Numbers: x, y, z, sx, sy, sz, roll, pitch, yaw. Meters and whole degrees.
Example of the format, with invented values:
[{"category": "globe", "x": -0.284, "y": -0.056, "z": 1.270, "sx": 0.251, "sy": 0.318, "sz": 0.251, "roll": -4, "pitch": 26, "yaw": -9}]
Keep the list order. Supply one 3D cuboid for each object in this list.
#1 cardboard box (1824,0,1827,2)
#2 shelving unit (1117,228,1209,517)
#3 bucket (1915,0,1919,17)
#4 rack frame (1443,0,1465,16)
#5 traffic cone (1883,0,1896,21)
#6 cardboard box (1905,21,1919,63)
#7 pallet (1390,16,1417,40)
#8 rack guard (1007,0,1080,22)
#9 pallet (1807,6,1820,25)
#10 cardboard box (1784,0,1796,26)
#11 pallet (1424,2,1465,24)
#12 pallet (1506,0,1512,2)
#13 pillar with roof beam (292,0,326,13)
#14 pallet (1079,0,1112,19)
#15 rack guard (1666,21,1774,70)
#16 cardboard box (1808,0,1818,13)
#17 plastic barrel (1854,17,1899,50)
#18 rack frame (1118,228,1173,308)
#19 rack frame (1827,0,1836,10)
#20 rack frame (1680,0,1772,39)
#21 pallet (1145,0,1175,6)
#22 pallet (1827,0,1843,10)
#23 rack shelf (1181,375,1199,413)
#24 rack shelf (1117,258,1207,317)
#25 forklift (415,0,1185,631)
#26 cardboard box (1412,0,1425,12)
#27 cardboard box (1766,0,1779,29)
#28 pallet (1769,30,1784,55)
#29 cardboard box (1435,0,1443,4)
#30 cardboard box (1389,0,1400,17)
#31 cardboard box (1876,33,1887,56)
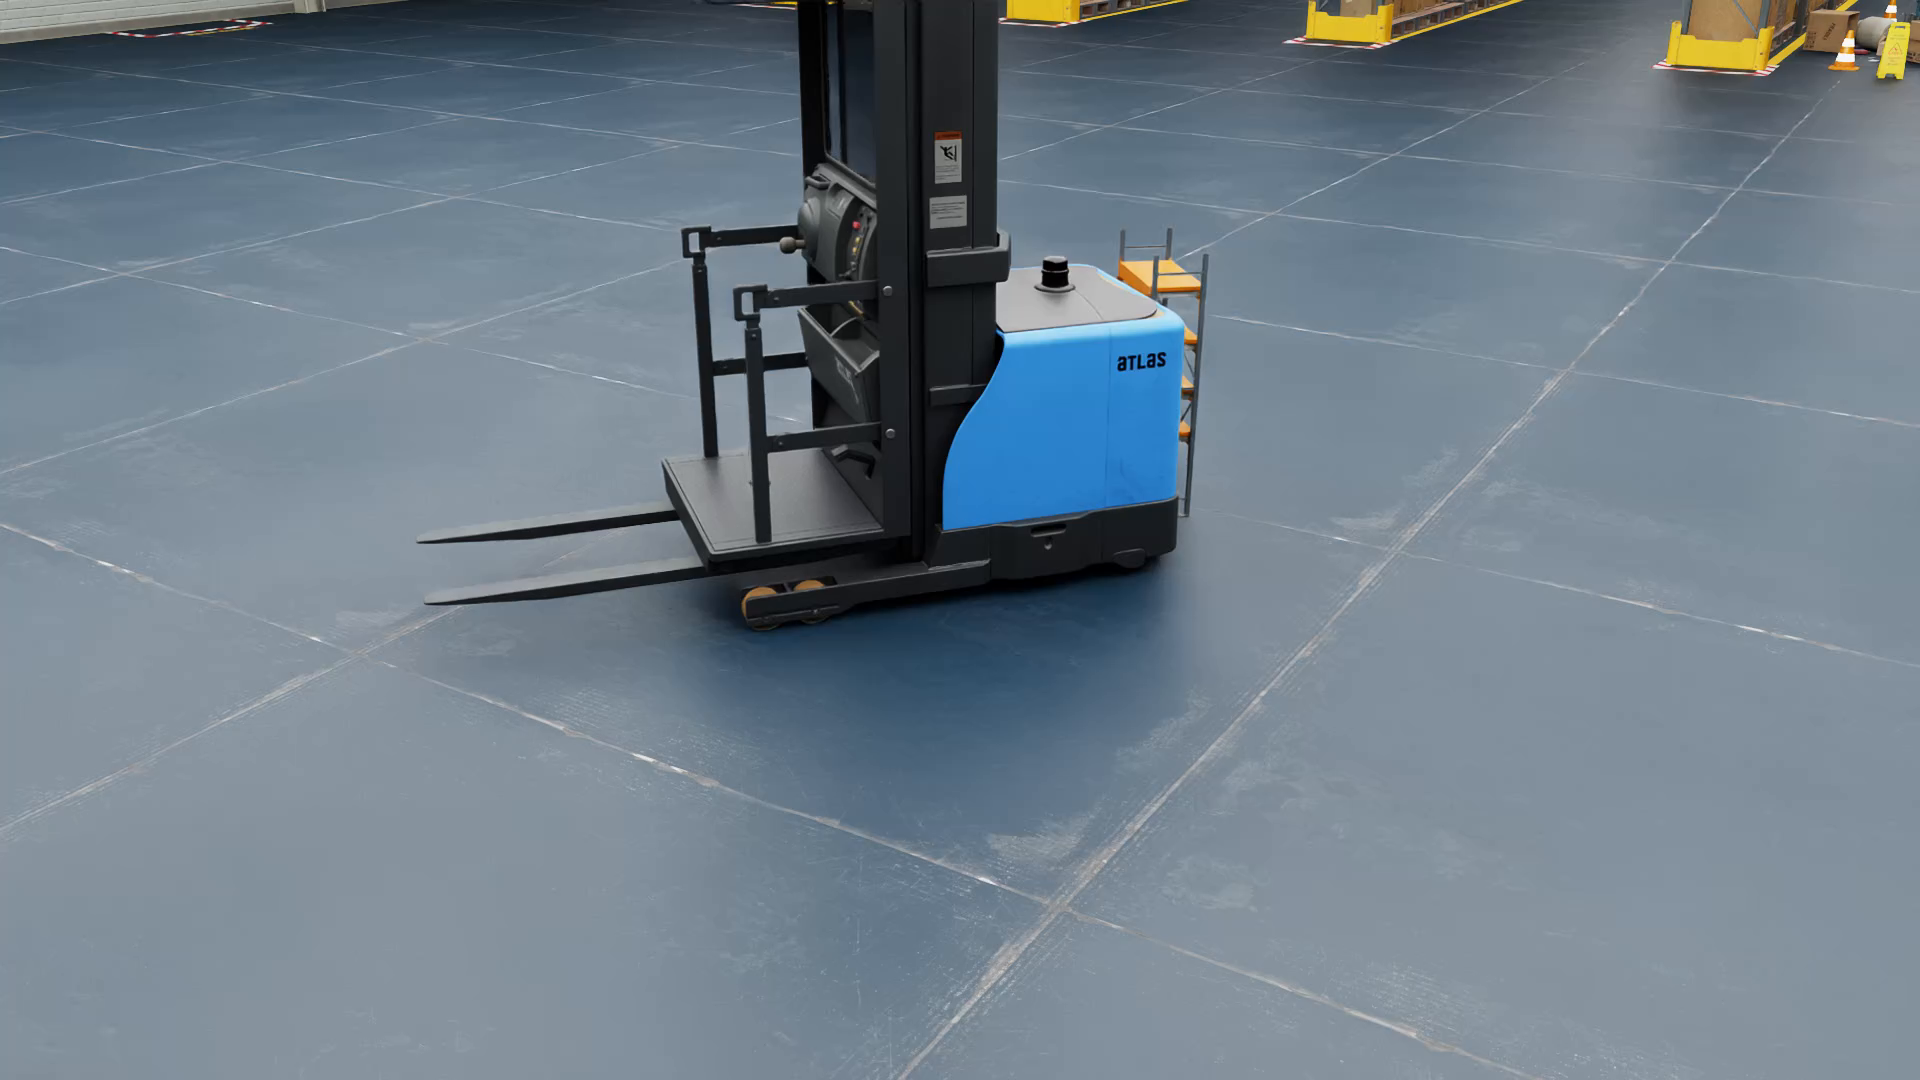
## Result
[{"category": "cardboard box", "x": 13.496, "y": -9.121, "z": 26.847, "sx": 1.050, "sy": 0.750, "sz": 0.750, "roll": 13, "pitch": 27, "yaw": 28}, {"category": "shelving unit", "x": 0.874, "y": -0.746, "z": 7.458, "sx": 0.258, "sy": 1.200, "sz": 0.503, "roll": -4, "pitch": 24, "yaw": -11}, {"category": "bucket", "x": 13.671, "y": -7.464, "z": 22.922, "sx": 0.620, "sy": 0.611, "sz": 0.726, "roll": -6, "pitch": 22, "yaw": -39}, {"category": "rack frame", "x": 7.623, "y": -9.871, "z": 26.276, "sx": 1.000, "sy": 3.000, "sz": 0.127, "roll": 14, "pitch": 27, "yaw": 29}, {"category": "traffic cone", "x": 13.774, "y": -7.769, "z": 24.614, "sx": 0.336, "sy": 0.463, "sz": 0.334, "roll": 14, "pitch": 27, "yaw": 29}, {"category": "cardboard box", "x": 12.708, "y": -6.422, "z": 21.451, "sx": 0.797, "sy": 0.503, "sz": 0.637, "roll": -3, "pitch": 24, "yaw": -7}, {"category": "pallet", "x": 6.012, "y": -7.534, "z": 24.387, "sx": 1.003, "sy": 0.211, "sz": 1.213, "roll": 14, "pitch": 27, "yaw": 29}, {"category": "rack guard", "x": 1.305, "y": -8.447, "z": 26.133, "sx": 1.175, "sy": 0.500, "sz": 0.348, "roll": 14, "pitch": 27, "yaw": 29}, {"category": "pallet", "x": 12.769, "y": -8.207, "z": 25.943, "sx": 1.003, "sy": 0.211, "sz": 1.213, "roll": 14, "pitch": 27, "yaw": 29}, {"category": "cardboard box", "x": 11.392, "y": -7.817, "z": 23.678, "sx": 0.875, "sy": 0.875, "sz": 0.875, "roll": 14, "pitch": 27, "yaw": 30}, {"category": "pallet", "x": 7.299, "y": -8.357, "z": 26.289, "sx": 1.003, "sy": 0.211, "sz": 1.213, "roll": 14, "pitch": 27, "yaw": 29}, {"category": "pallet", "x": 9.320, "y": -9.678, "z": 29.340, "sx": 1.003, "sy": 0.211, "sz": 1.213, "roll": 14, "pitch": 27, "yaw": 29}, {"category": "pillar with roof beam", "x": -6.985, "y": -11.878, "z": 23.361, "sx": 9.100, "sy": 9.000, "sz": 0.400, "roll": 14, "pitch": 27, "yaw": 29}, {"category": "pallet", "x": 1.739, "y": -8.588, "z": 26.822, "sx": 1.003, "sy": 0.211, "sz": 1.213, "roll": 14, "pitch": 27, "yaw": 29}, {"category": "rack guard", "x": 9.661, "y": -6.292, "z": 21.155, "sx": 1.175, "sy": 0.500, "sz": 0.348, "roll": 14, "pitch": 27, "yaw": 29}, {"category": "cardboard box", "x": 12.547, "y": -8.511, "z": 25.437, "sx": 1.050, "sy": 0.750, "sz": 0.750, "roll": 14, "pitch": 27, "yaw": 29}, {"category": "plastic barrel", "x": 12.488, "y": -6.911, "z": 22.681, "sx": 0.421, "sy": 0.421, "sz": 0.512, "roll": -7, "pitch": 24, "yaw": -17}, {"category": "rack frame", "x": 0.826, "y": -0.841, "z": 7.678, "sx": 0.240, "sy": 1.200, "sz": 0.015, "roll": -4, "pitch": 24, "yaw": -11}, {"category": "rack frame", "x": 13.894, "y": -10.147, "z": 26.914, "sx": 1.000, "sy": 3.000, "sz": 0.127, "roll": 14, "pitch": 27, "yaw": 29}, {"category": "rack frame", "x": 9.674, "y": -7.447, "z": 20.677, "sx": 1.000, "sy": 3.000, "sz": 0.127, "roll": 14, "pitch": 27, "yaw": 29}, {"category": "pallet", "x": 3.026, "y": -9.411, "z": 28.724, "sx": 1.003, "sy": 0.211, "sz": 1.213, "roll": 14, "pitch": 27, "yaw": 29}, {"category": "pallet", "x": 14.307, "y": -9.131, "z": 28.077, "sx": 1.003, "sy": 0.211, "sz": 1.213, "roll": 14, "pitch": 27, "yaw": 29}, {"category": "rack shelf", "x": 0.873, "y": -0.685, "z": 7.485, "sx": 0.258, "sy": 0.148, "sz": 0.480, "roll": -4, "pitch": 24, "yaw": -11}, {"category": "rack shelf", "x": 0.881, "y": -1.107, "z": 7.303, "sx": 0.258, "sy": 0.148, "sz": 0.480, "roll": -4, "pitch": 24, "yaw": -11}, {"category": "forklift", "x": -0.662, "y": -1.229, "z": 6.400, "sx": 3.031, "sy": 2.935, "sz": 1.130, "roll": -8, "pitch": 25, "yaw": -18}, {"category": "cardboard box", "x": 6.822, "y": -8.369, "z": 25.424, "sx": 0.500, "sy": 0.500, "sz": 0.500, "roll": 11, "pitch": 26, "yaw": 24}, {"category": "cardboard box", "x": 10.438, "y": -7.205, "z": 22.264, "sx": 0.875, "sy": 0.875, "sz": 0.875, "roll": 13, "pitch": 27, "yaw": 28}, {"category": "pallet", "x": 10.673, "y": -6.864, "z": 22.840, "sx": 1.003, "sy": 0.211, "sz": 1.213, "roll": 14, "pitch": 27, "yaw": 29}, {"category": "cardboard box", "x": 7.378, "y": -8.790, "z": 26.396, "sx": 0.500, "sy": 0.500, "sz": 0.500, "roll": 13, "pitch": 27, "yaw": 27}, {"category": "cardboard box", "x": 6.143, "y": -7.983, "z": 24.532, "sx": 0.500, "sy": 0.500, "sz": 0.500, "roll": -20, "pitch": 31, "yaw": -39}, {"category": "cardboard box", "x": 12.442, "y": -6.577, "z": 22.107, "sx": 0.396, "sy": 0.266, "sz": 0.258, "roll": 20, "pitch": 30, "yaw": 38}]
